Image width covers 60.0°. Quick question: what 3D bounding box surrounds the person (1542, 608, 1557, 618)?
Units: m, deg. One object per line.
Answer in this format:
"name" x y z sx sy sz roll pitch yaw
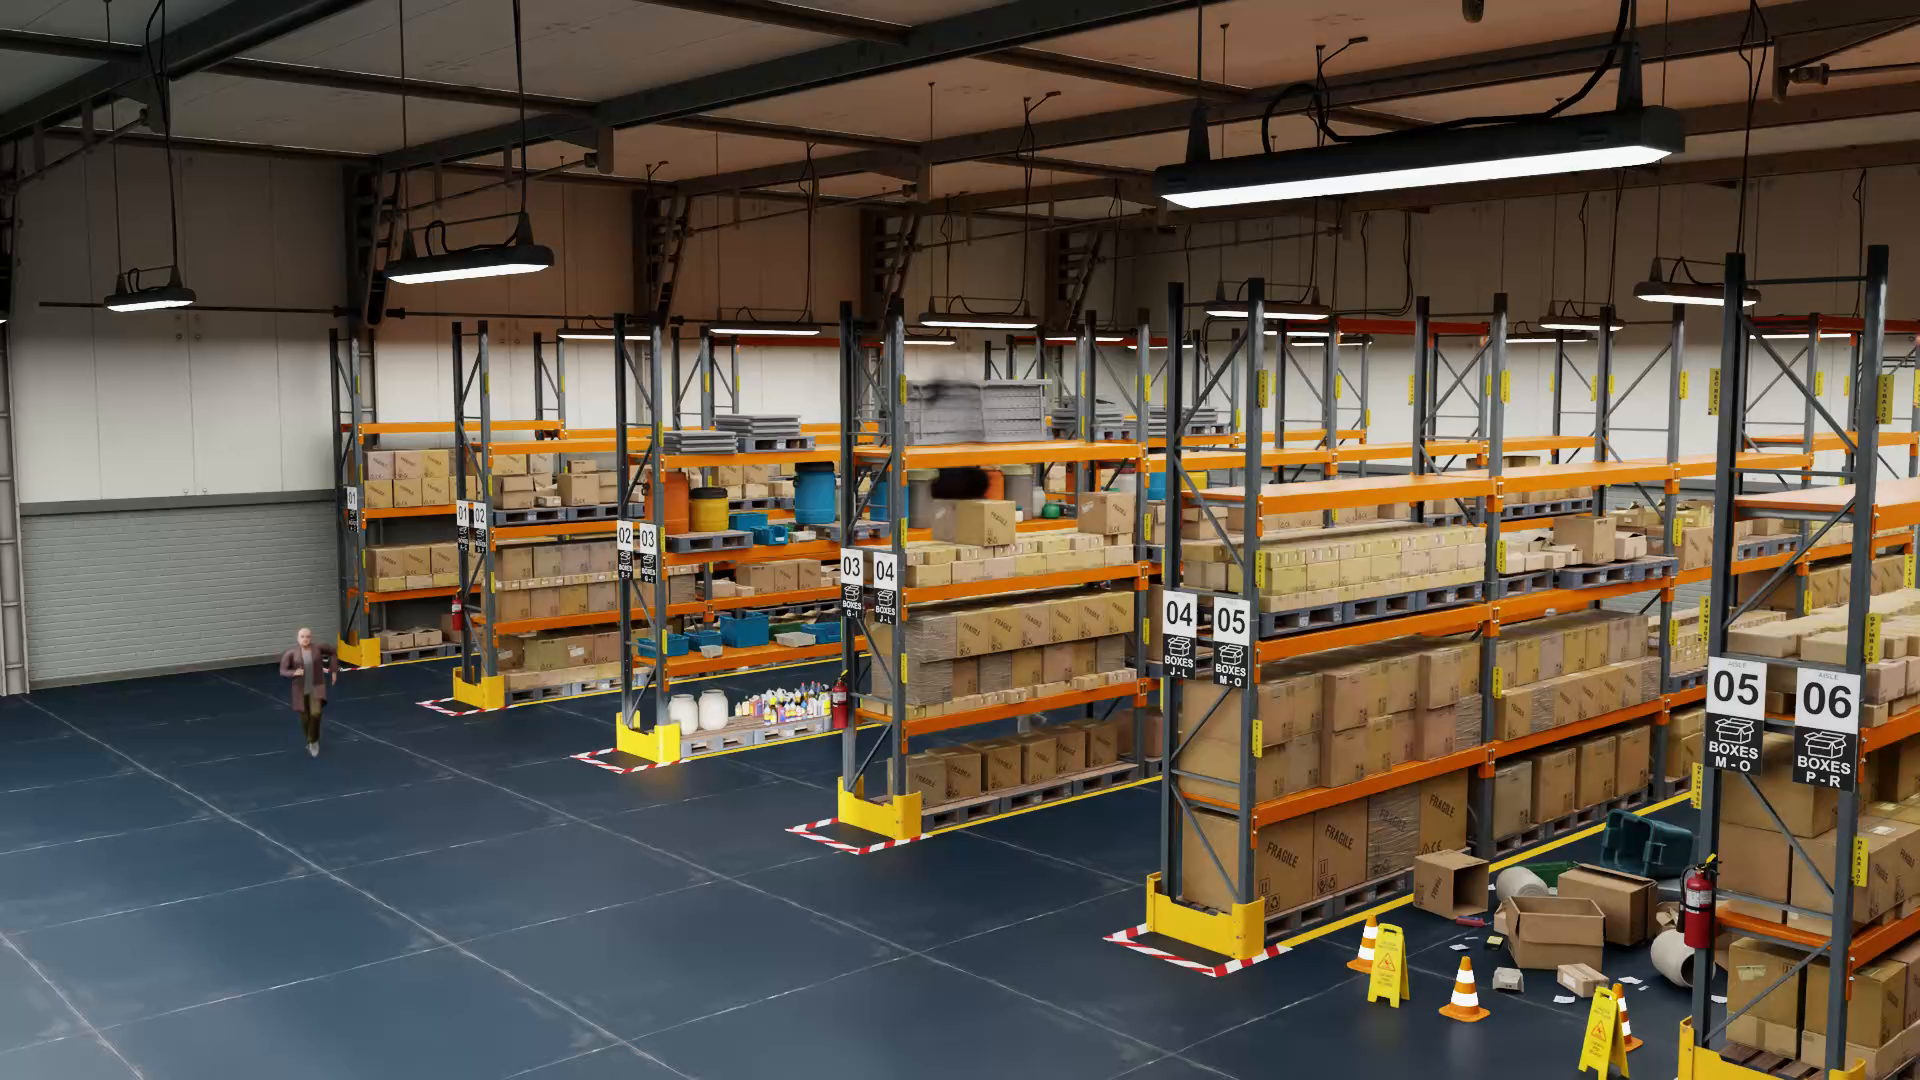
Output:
"person" 9.137 1.854 25.612 0.919 1.664 0.607 -5 8 -42

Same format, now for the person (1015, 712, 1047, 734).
"person" 0.986 2.021 23.074 0.764 1.764 0.738 -5 8 -43

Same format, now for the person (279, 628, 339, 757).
"person" -8.811 2.057 22.549 0.752 1.765 0.882 -2 6 -21
